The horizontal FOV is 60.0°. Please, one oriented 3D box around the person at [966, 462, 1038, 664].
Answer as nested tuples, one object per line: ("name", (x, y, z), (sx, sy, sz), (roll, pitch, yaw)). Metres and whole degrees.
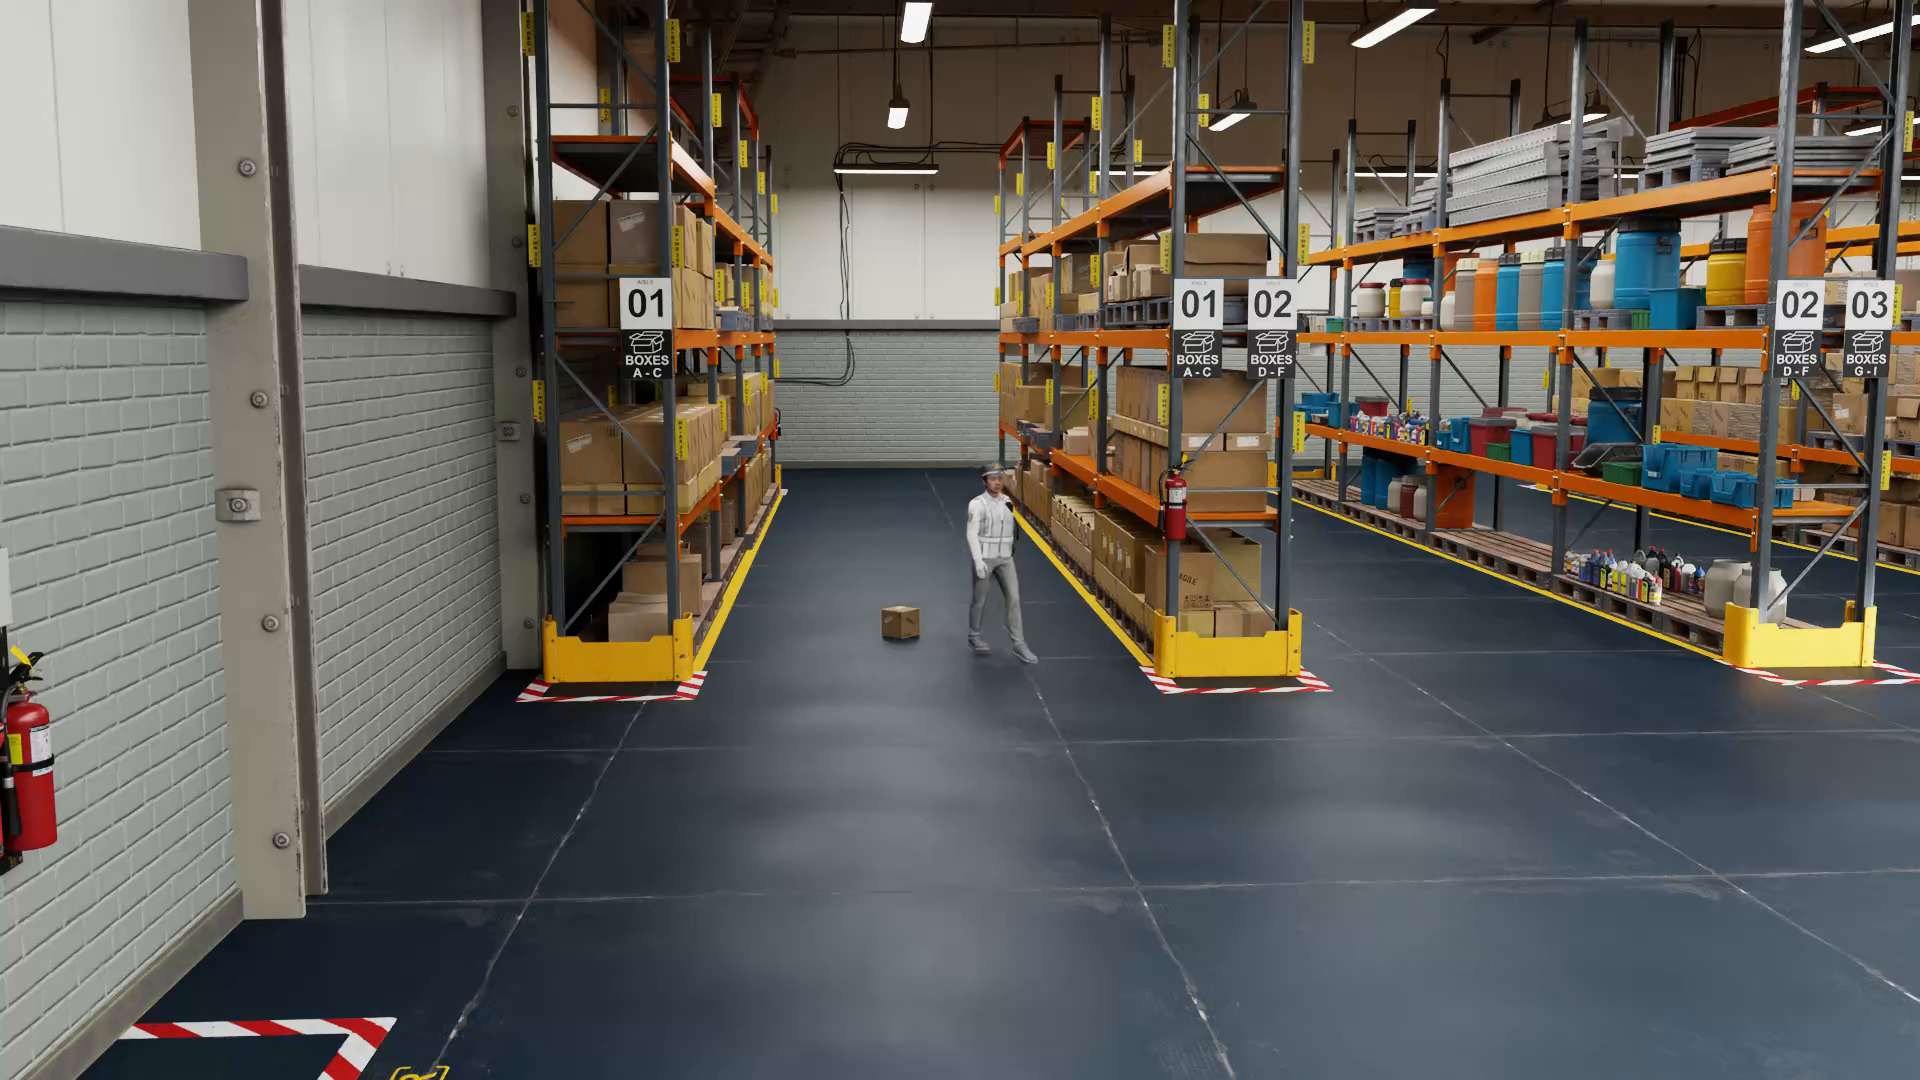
("person", (0.312, 0.171, 14.136), (0.533, 1.667, 0.877), (-4, 8, -27))
